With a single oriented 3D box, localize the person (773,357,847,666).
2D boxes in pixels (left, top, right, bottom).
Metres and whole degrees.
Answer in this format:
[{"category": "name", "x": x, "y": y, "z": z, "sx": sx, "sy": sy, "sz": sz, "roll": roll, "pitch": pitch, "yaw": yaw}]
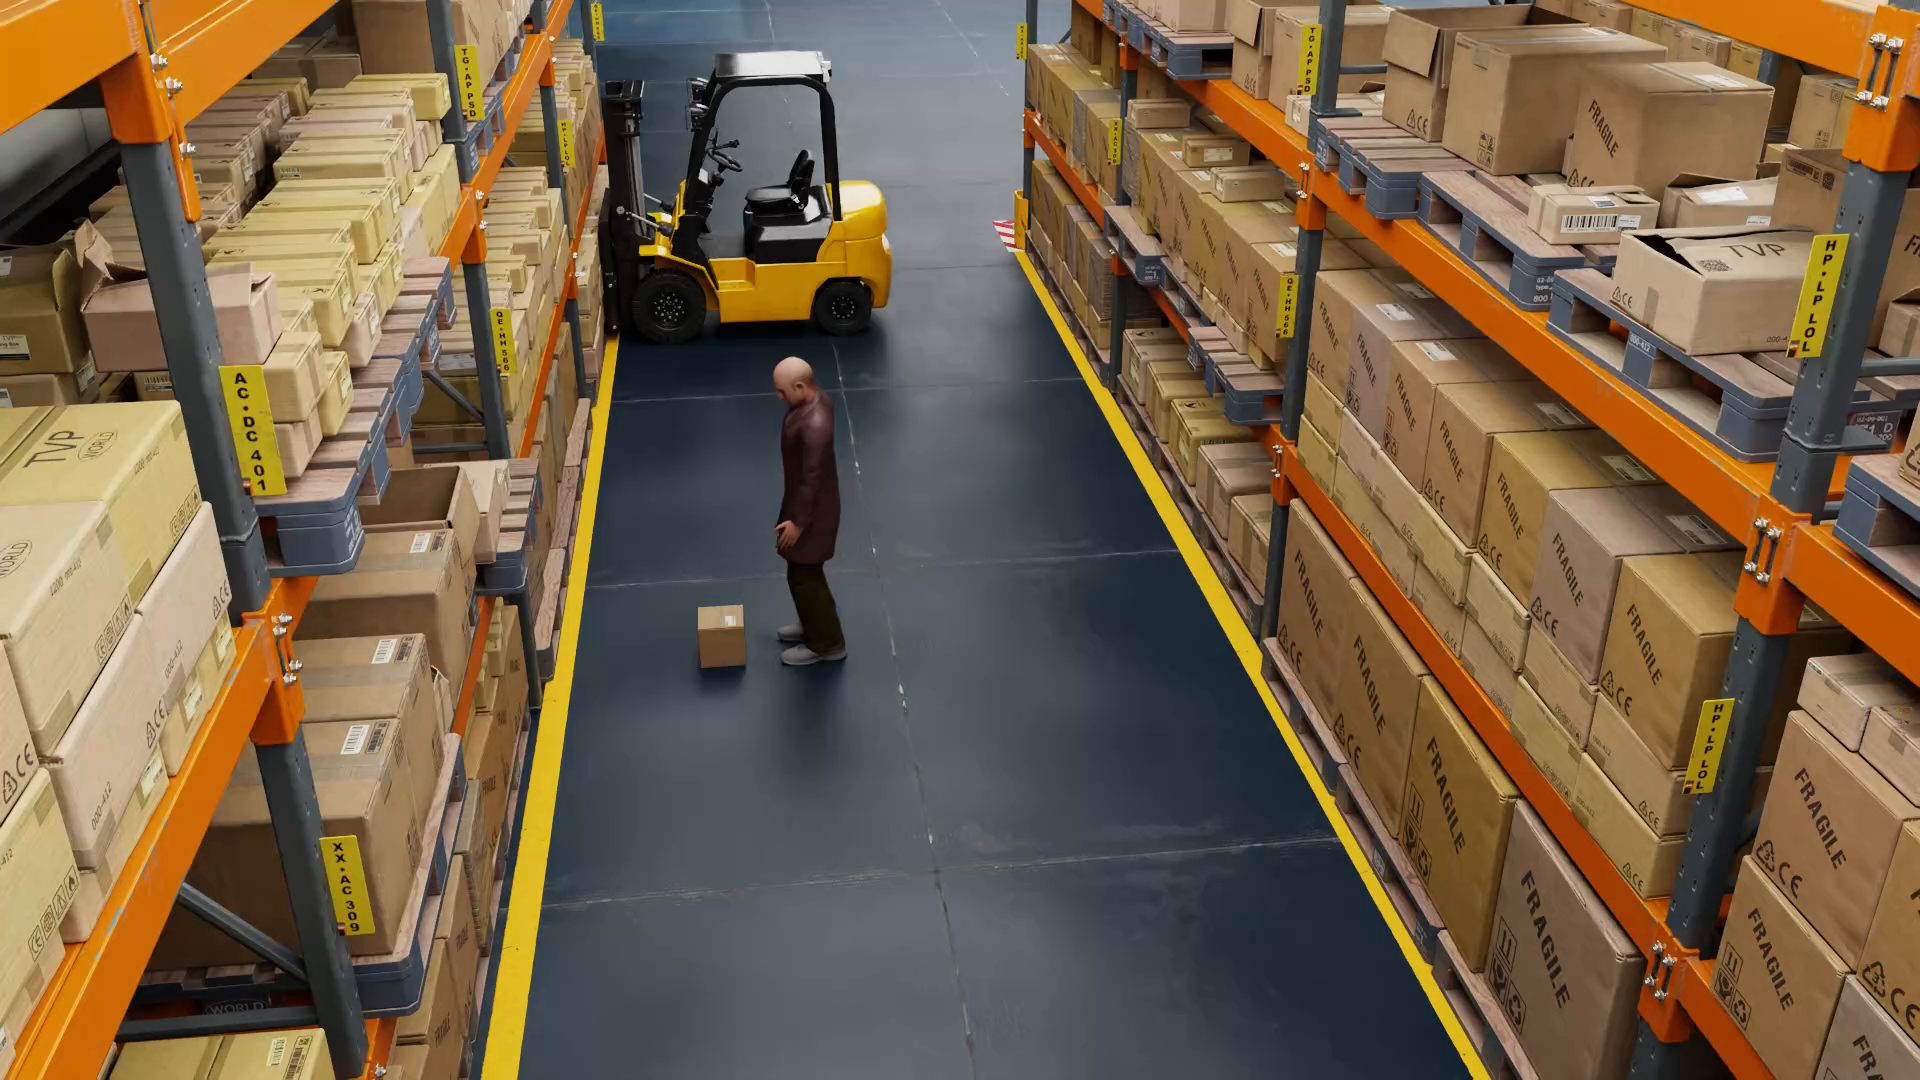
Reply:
[{"category": "person", "x": -0.832, "y": -0.154, "z": 8.973, "sx": 0.386, "sy": 1.756, "sz": 0.572, "roll": -3, "pitch": 27, "yaw": -6}]
